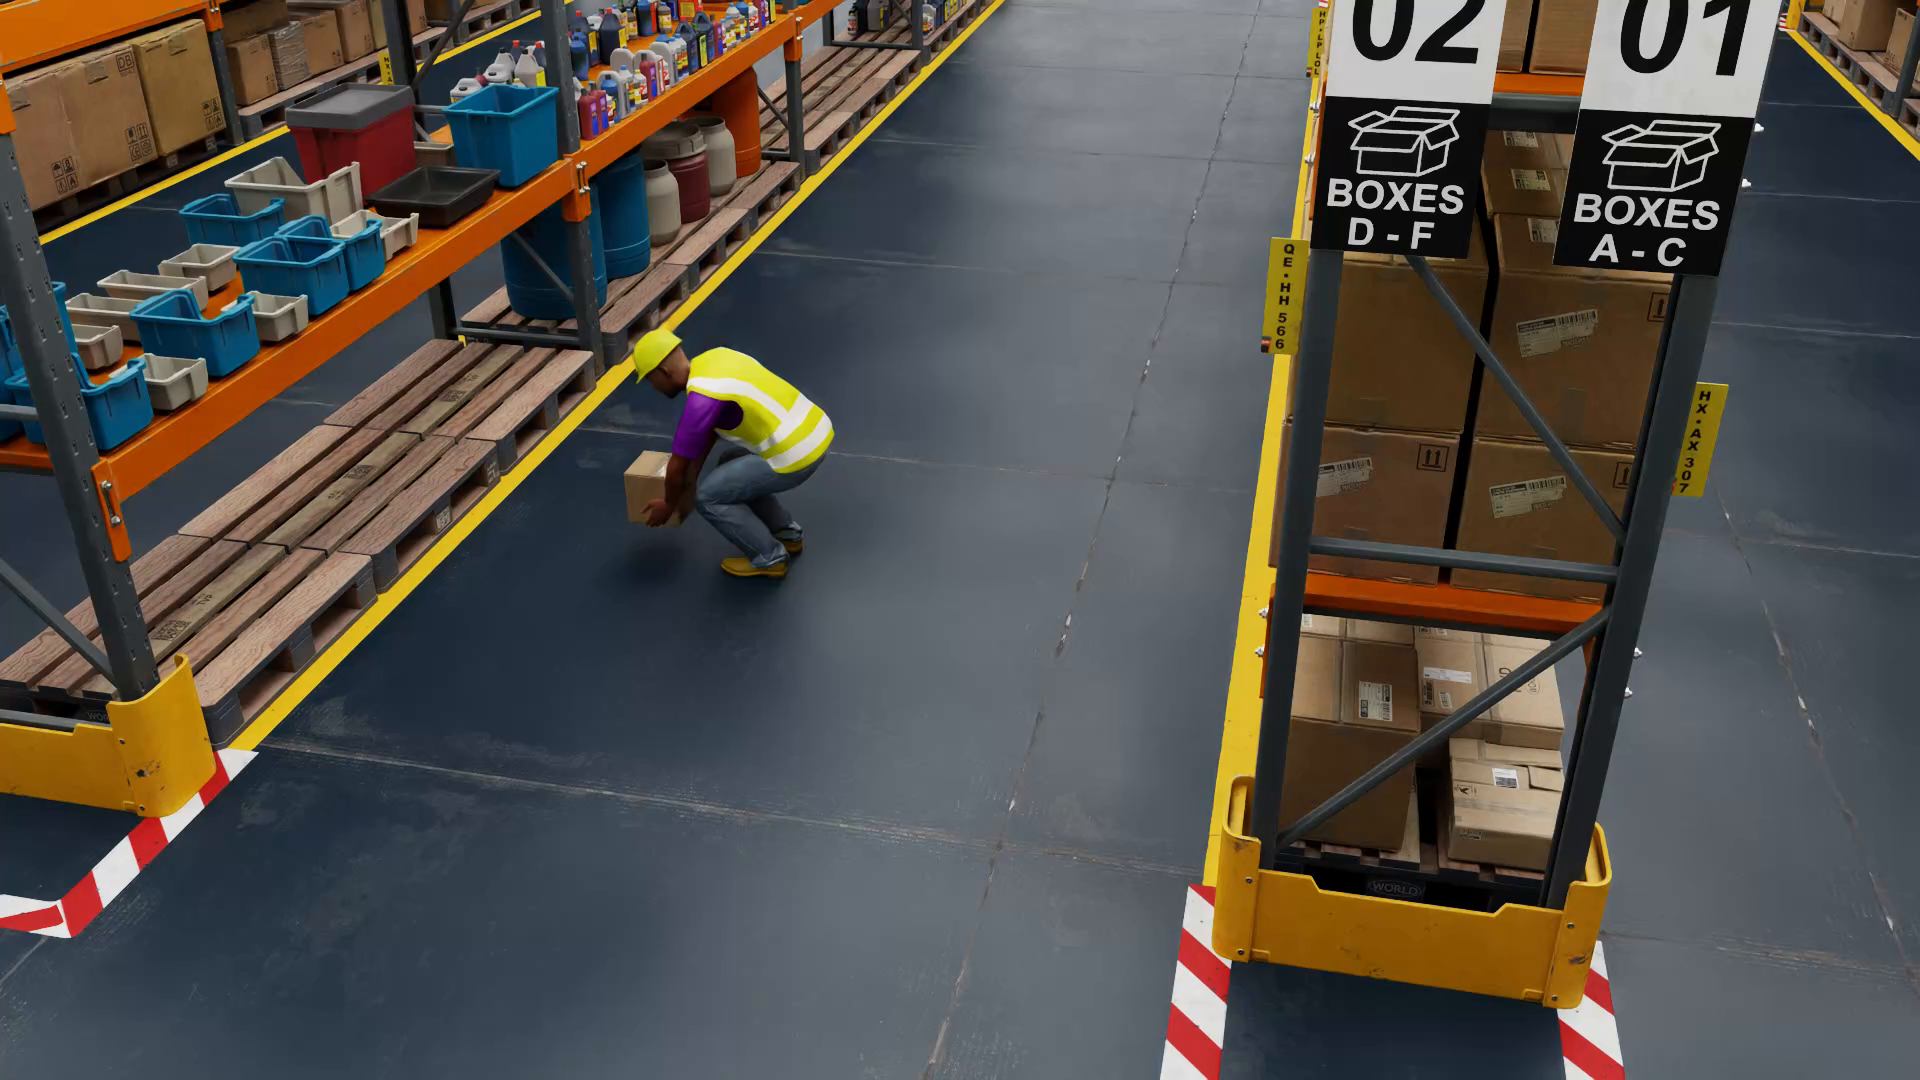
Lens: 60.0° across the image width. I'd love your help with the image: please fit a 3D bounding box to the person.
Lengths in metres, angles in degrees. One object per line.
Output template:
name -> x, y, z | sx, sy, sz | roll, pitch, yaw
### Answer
person -> -1.013, -0.392, 7.483 | 0.857, 1.133, 0.607 | 6, 29, 11
